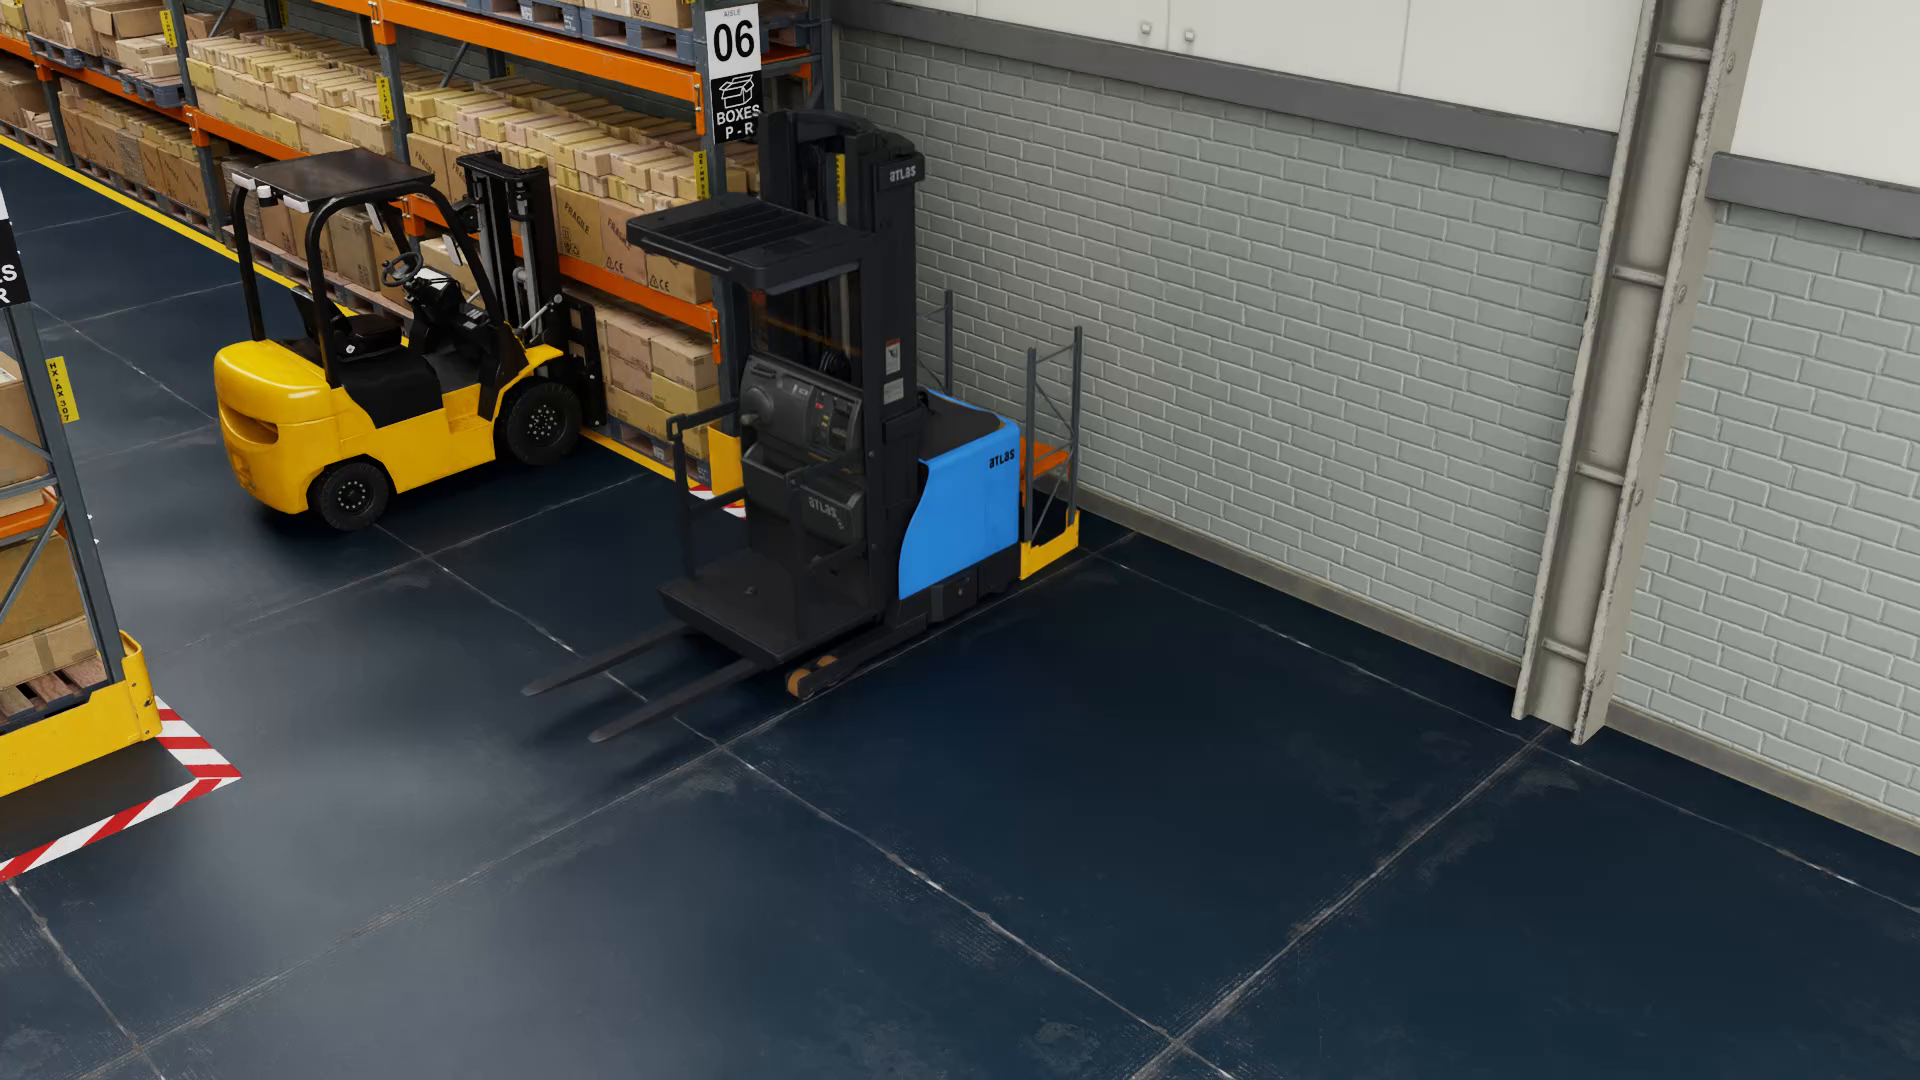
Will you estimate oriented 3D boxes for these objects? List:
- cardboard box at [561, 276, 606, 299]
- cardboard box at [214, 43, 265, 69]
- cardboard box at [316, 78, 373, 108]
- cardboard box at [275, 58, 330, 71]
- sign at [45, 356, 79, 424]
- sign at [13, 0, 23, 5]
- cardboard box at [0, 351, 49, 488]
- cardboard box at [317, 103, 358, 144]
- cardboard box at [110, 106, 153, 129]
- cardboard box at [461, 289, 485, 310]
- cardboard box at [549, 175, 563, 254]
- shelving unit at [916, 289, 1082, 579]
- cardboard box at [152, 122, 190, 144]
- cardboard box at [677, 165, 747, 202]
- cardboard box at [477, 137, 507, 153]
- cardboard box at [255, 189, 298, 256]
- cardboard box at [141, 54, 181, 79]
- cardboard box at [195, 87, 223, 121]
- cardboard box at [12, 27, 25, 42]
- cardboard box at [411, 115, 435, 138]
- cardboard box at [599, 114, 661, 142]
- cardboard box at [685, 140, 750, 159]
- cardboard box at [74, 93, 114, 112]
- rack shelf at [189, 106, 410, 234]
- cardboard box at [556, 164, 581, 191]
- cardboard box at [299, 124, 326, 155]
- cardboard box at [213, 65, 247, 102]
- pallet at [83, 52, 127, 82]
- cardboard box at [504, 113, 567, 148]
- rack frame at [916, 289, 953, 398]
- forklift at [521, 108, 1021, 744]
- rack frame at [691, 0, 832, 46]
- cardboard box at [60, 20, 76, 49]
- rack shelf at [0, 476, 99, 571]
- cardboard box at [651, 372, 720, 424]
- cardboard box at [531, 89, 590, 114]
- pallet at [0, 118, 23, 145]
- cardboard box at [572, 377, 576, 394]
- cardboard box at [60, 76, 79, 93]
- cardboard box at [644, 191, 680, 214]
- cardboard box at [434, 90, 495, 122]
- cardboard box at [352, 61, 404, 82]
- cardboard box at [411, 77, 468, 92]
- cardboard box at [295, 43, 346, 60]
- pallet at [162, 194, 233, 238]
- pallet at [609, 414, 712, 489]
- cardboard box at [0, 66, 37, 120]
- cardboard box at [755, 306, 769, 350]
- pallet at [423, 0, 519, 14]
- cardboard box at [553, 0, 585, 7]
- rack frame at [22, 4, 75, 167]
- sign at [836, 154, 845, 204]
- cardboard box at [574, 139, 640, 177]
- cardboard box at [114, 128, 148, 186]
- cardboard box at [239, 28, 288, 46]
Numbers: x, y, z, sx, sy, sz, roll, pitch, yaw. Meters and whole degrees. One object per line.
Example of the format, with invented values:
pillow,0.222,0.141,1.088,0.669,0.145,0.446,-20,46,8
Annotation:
cardboard box,-2.842,-1.751,12.279,0.500,0.250,0.500,24,36,37
cardboard box,-6.495,-4.377,15.040,0.380,0.149,0.250,-24,36,-38
cardboard box,-5.071,-3.690,13.734,0.250,0.149,0.380,23,36,37
cardboard box,-5.707,-4.068,14.453,0.250,0.149,0.380,25,36,38
sign,-4.301,-0.714,7.947,0.005,0.325,0.100,25,36,38
sign,-10.136,-5.915,17.839,0.005,0.325,0.100,25,36,38
cardboard box,-4.825,-0.573,8.183,0.500,0.500,0.500,24,36,38
cardboard box,-4.958,-3.500,13.800,0.500,0.250,0.500,23,36,37
cardboard box,-8.717,-4.470,17.560,0.380,0.149,0.250,-24,36,-37
cardboard box,-3.567,-1.870,13.043,0.500,0.250,0.500,24,36,38
cardboard box,-2.834,-2.416,12.008,0.500,0.500,0.500,25,37,39
shelving unit,0.165,-0.684,10.433,1.083,1.500,0.587,21,34,35
cardboard box,-7.968,-4.133,16.919,0.380,0.149,0.250,-24,36,-38
cardboard box,-1.607,-2.309,10.787,0.250,0.149,0.380,25,36,38
cardboard box,-3.313,-2.893,12.218,0.250,0.149,0.380,24,36,38
cardboard box,-6.002,-3.125,15.564,0.875,0.625,0.625,-24,36,-38
cardboard box,-7.646,-4.571,16.032,0.380,0.149,0.250,-24,36,-38
cardboard box,-6.764,-4.117,15.511,0.500,0.250,0.500,25,37,39
cardboard box,-10.366,-5.701,18.633,0.380,0.149,0.250,-24,36,-38
cardboard box,-4.014,-3.244,12.885,0.250,0.149,0.380,24,36,38
cardboard box,-2.377,-2.956,12.019,0.250,0.149,0.380,25,37,39
cardboard box,-1.655,-2.620,11.380,0.380,0.149,0.250,-24,36,-38
cardboard box,-9.440,-4.811,18.207,0.250,0.149,0.380,23,36,37
rack shelf,-5.483,-3.438,14.832,4.000,0.370,1.077,25,36,38
cardboard box,-2.580,-2.561,11.586,0.250,0.149,0.380,25,37,39
cardboard box,-5.294,-3.450,14.242,0.500,0.250,0.500,25,37,39
cardboard box,-6.407,-4.174,15.083,0.500,0.250,0.500,-24,36,-38
pallet,-8.299,-4.957,17.154,1.213,0.211,1.003,25,36,38
cardboard box,-3.063,-2.971,12.046,0.250,0.149,0.380,24,36,38
rack frame,-0.219,-0.833,10.716,0.032,1.500,0.500,21,34,35
forklift,-1.017,-0.696,8.918,1.130,2.935,3.031,24,36,38
rack frame,-1.204,-4.454,9.545,0.127,3.000,1.000,25,36,38
cardboard box,-9.039,-5.260,17.217,0.396,0.266,0.258,-23,36,-37
rack shelf,-6.108,-0.484,9.215,4.000,0.370,1.077,25,36,38
cardboard box,-1.770,-1.044,11.472,0.500,0.250,0.500,24,36,38
cardboard box,-3.047,-3.325,12.719,0.250,0.149,0.380,24,36,37
pallet,-11.124,-5.102,20.221,1.213,0.211,1.003,25,36,38
cardboard box,-2.845,-1.310,12.515,0.500,0.250,0.500,-24,36,-38
cardboard box,-9.649,-5.027,18.299,0.250,0.149,0.380,24,36,38
cardboard box,-1.851,-2.224,10.945,0.380,0.149,0.250,-25,36,-38
cardboard box,-3.775,-3.315,12.701,0.380,0.149,0.250,-25,36,-38
cardboard box,-5.029,-4.055,14.427,0.250,0.149,0.380,24,36,38
cardboard box,-4.311,-3.726,13.802,0.250,0.149,0.380,23,36,37
cardboard box,-5.772,-4.380,15.047,0.250,0.149,0.380,24,36,38
pallet,-7.415,-3.431,17.042,1.213,0.211,1.003,25,36,38
pallet,-1.779,-0.800,12.038,1.213,0.211,1.003,25,36,38
cardboard box,-11.354,-5.370,19.968,0.500,0.500,0.500,-24,36,-38
cardboard box,-1.414,-1.430,11.669,0.500,0.250,0.500,24,36,38
pallet,-3.430,-4.123,12.233,1.213,0.211,1.003,25,36,38
cardboard box,-2.351,-3.832,10.919,0.500,0.500,0.700,25,37,39
rack frame,-9.761,-5.714,18.388,0.127,3.000,1.000,25,36,38
sign,-0.811,-2.399,11.068,0.005,0.325,0.100,25,36,38
cardboard box,-2.399,-2.609,11.359,0.380,0.149,0.250,-24,36,-38
cardboard box,-8.469,-4.055,17.467,0.500,0.500,0.500,23,35,37
cardboard box,-6.535,-4.702,15.657,0.380,0.149,0.250,-24,36,-38
